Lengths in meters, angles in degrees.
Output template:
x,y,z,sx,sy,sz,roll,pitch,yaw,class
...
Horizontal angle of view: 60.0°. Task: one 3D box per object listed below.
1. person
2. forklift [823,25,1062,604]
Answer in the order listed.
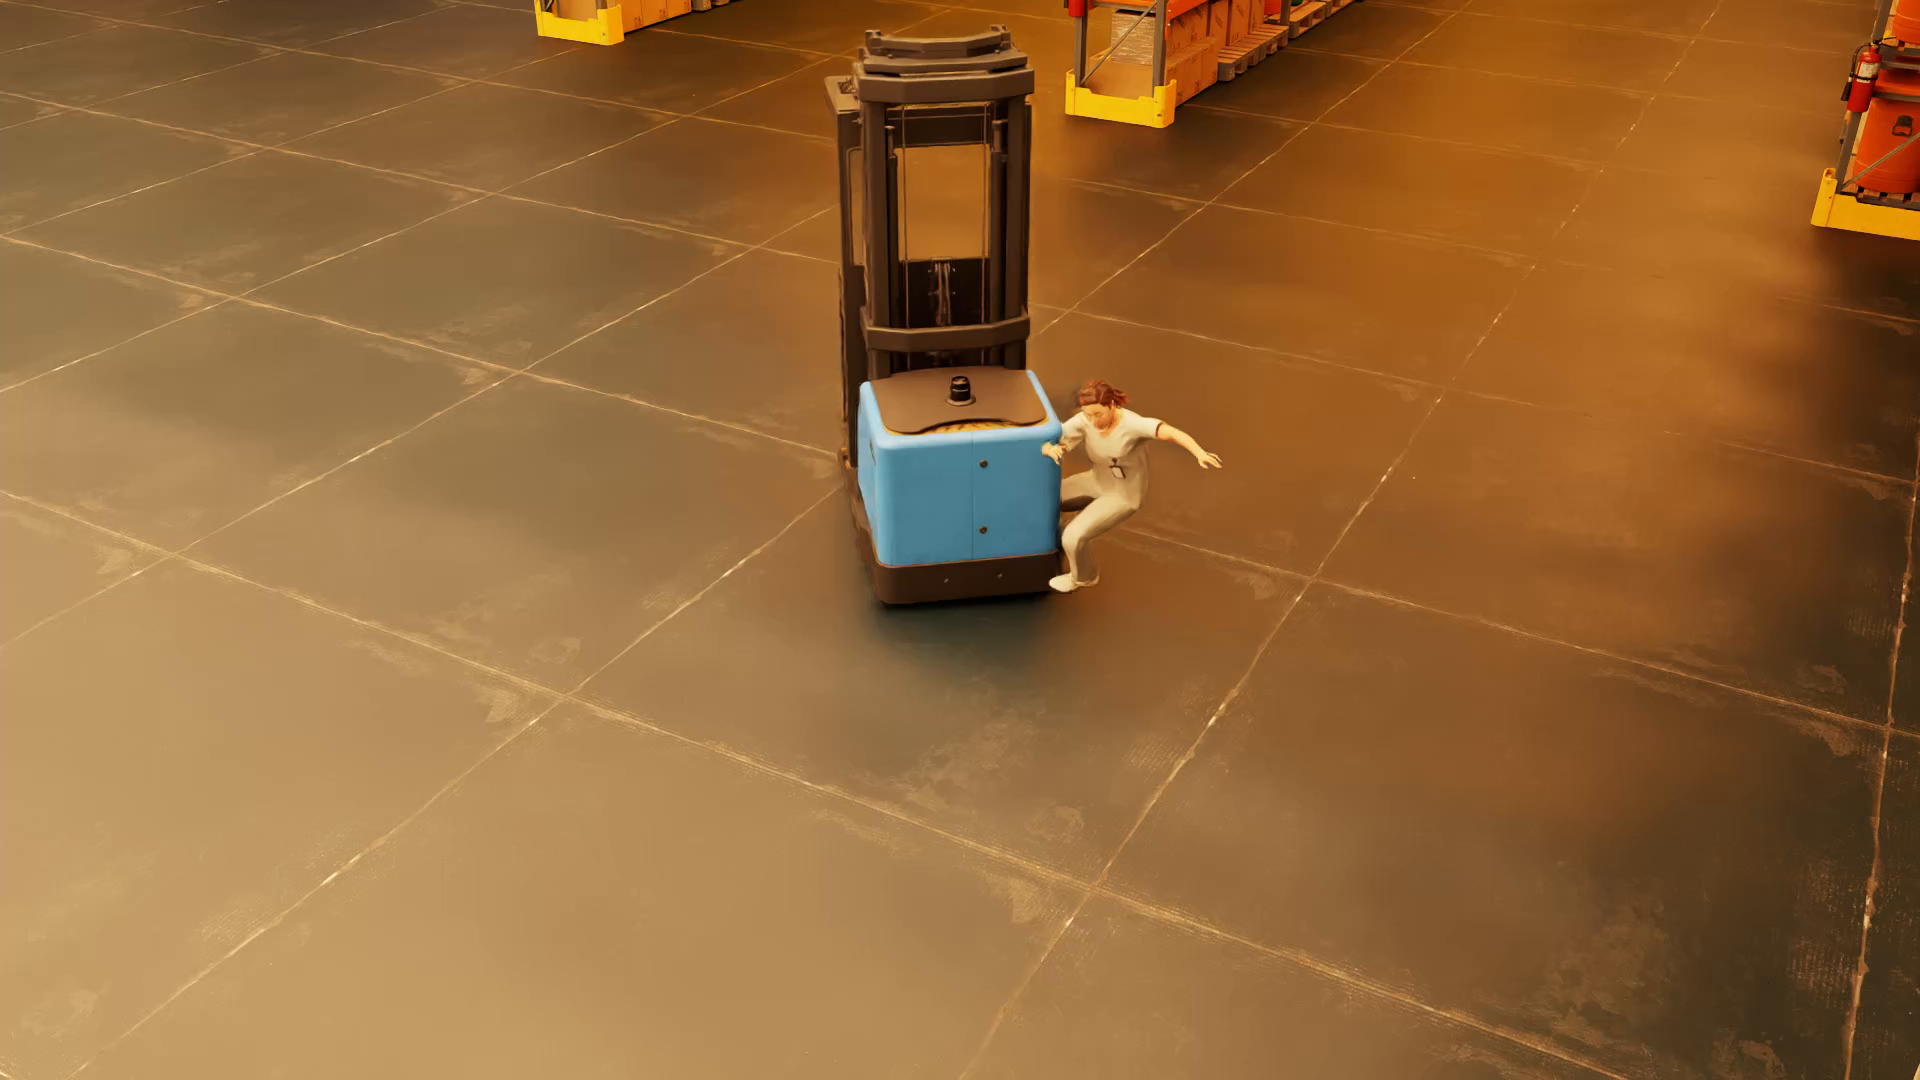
x,y,z,sx,sy,sz,roll,pitch,yaw,class
0.768,-0.215,9.020,1.455,1.381,0.700,26,39,37,person
-0.188,-1.631,9.896,1.130,2.935,3.031,-5,30,-8,forklift
